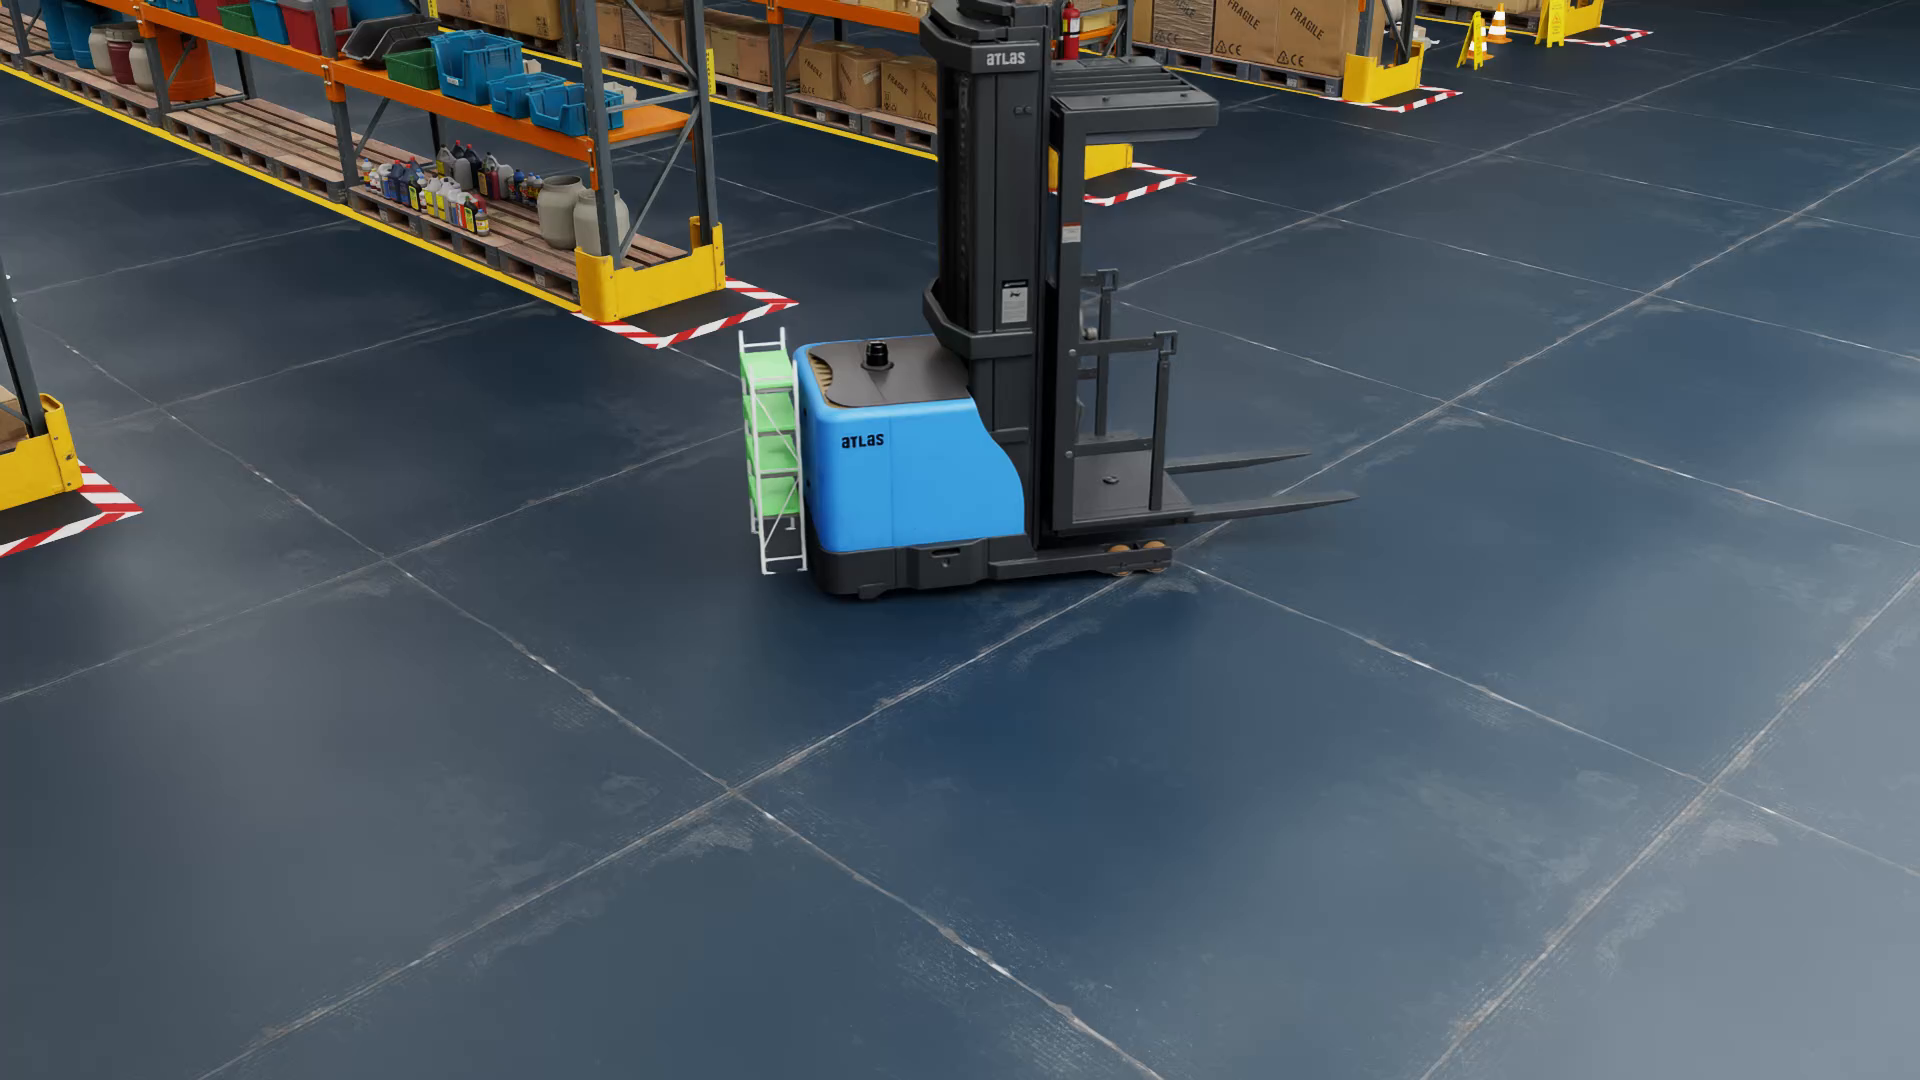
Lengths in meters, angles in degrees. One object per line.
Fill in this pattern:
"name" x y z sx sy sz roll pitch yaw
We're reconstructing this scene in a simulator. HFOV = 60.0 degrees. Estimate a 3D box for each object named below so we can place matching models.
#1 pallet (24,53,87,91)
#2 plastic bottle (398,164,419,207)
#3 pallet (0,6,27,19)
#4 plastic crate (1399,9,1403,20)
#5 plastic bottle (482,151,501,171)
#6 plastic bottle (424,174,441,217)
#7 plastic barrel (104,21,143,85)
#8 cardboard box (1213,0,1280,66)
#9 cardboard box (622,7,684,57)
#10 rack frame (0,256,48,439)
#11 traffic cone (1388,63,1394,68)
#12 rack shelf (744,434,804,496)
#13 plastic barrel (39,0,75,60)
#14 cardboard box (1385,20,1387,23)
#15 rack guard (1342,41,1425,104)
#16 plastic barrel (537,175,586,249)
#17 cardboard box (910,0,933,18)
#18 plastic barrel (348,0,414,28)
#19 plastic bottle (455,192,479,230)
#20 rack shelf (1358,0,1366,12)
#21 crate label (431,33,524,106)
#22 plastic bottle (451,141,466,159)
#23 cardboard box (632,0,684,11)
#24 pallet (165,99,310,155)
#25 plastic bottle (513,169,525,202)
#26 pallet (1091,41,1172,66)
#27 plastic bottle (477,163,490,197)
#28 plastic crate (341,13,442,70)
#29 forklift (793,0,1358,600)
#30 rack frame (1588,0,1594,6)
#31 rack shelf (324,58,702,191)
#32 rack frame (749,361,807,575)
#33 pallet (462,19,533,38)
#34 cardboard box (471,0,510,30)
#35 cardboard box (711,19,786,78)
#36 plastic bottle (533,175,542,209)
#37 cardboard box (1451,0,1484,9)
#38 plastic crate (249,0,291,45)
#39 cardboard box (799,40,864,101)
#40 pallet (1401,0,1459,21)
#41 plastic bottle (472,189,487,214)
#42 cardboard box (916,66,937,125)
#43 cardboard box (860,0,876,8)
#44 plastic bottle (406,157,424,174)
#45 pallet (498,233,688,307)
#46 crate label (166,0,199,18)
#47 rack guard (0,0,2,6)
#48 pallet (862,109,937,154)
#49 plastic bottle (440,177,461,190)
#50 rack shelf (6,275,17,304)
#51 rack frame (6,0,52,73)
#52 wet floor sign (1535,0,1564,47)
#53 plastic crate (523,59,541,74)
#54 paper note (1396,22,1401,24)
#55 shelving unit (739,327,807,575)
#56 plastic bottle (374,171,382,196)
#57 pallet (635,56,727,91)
"pallet" -10.286 -5.579 19.633 1.213 0.211 1.003 25 36 38
"plastic bottle" -4.683 -3.028 14.159 0.185 0.351 0.144 23 35 36
"pallet" -13.099 -6.868 22.084 1.213 0.211 1.003 25 36 38
"plastic crate" 5.862 -7.324 23.093 0.583 0.080 0.402 12 30 22
"plastic bottle" -4.074 -3.208 14.502 0.185 0.351 0.144 24 36 38
"plastic bottle" -4.380 -2.889 13.895 0.185 0.351 0.144 24 36 38
"plastic barrel" -9.121 -5.415 18.464 0.708 0.588 0.600 25 36 38
"cardboard box" 3.613 -6.151 19.557 0.875 0.875 0.875 24 36 38
"cardboard box" -3.586 -6.117 19.873 0.500 0.500 0.700 21 34 34
"rack frame" -5.726 -1.521 8.919 0.127 3.000 1.000 25 36 38
"traffic cone" 5.389 -5.942 20.053 0.334 0.463 0.336 25 36 38
"rack shelf" -0.995 -0.414 8.884 0.258 0.148 0.480 -6 28 -11
"plastic barrel" -10.431 -6.153 19.532 0.708 0.901 0.600 25 36 38
"cardboard box" 5.143 -6.724 21.497 0.637 0.503 0.797 2 28 4
"rack guard" 4.789 -5.306 18.803 0.348 0.500 1.175 25 36 38
"plastic barrel" -3.131 -2.601 13.195 0.421 0.512 0.421 0 28 0
"cardboard box" -0.269 -5.175 16.138 0.250 0.149 0.380 25 36 38
"plastic barrel" -5.166 -4.917 14.839 0.708 0.901 0.600 25 36 38
"plastic bottle" -4.028 -2.698 13.611 0.135 0.276 0.152 25 37 39
"rack shelf" 3.346 -6.754 19.645 4.000 0.370 1.077 25 36 38
"crate label" -3.752 -3.690 13.006 0.616 0.435 0.502 25 36 38
"plastic bottle" -4.441 -3.376 14.821 0.185 0.351 0.144 23 36 37
"cardboard box" -3.598 -6.459 19.718 0.500 0.250 0.500 -21 34 -34
"pallet" -7.430 -4.274 17.151 1.213 0.211 1.003 25 36 38
"plastic bottle" -3.785 -3.056 14.298 0.097 0.271 0.097 0 28 0
"pallet" 2.407 -6.217 20.846 1.213 0.211 1.003 25 36 38
"plastic bottle" -4.128 -3.136 14.437 0.133 0.283 0.061 25 36 38
"plastic crate" -4.818 -4.228 14.134 0.504 0.338 0.767 25 36 38
"forklift" 0.662 -1.334 8.638 3.031 2.935 1.130 -6 28 -11
"rack frame" 8.170 -8.096 21.423 0.127 3.000 1.000 25 36 38
"rack shelf" -3.676 -3.497 13.451 4.000 0.370 1.077 25 36 38
"rack frame" -0.942 -0.359 8.644 0.240 1.200 0.015 -6 28 -11
"pallet" -5.857 -6.863 22.076 1.213 0.211 1.003 25 36 38
"cardboard box" -5.590 -7.188 21.529 0.875 0.875 1.225 25 36 39
"cardboard box" -2.380 -5.570 18.833 0.500 0.500 0.700 24 36 38
"plastic bottle" -3.569 -2.957 14.110 0.097 0.271 0.097 0 28 0
"cardboard box" 7.041 -7.411 22.624 0.500 0.250 0.500 25 37 39
"plastic crate" -6.107 -4.718 15.017 0.575 0.384 0.392 25 36 38
"cardboard box" -1.373 -5.048 17.862 0.500 0.500 0.500 23 36 37
"pallet" 6.696 -7.561 23.403 1.213 0.211 1.003 25 36 38
"plastic bottle" -3.953 -2.736 13.677 0.133 0.283 0.061 25 36 38
"cardboard box" -0.095 -4.490 16.801 0.500 0.500 0.500 -21 34 -35
"cardboard box" -0.779 -5.431 16.626 0.250 0.149 0.380 25 36 38
"plastic bottle" -4.717 -3.137 14.367 0.185 0.351 0.144 25 36 38
"pallet" -2.913 -2.205 13.217 1.213 0.211 1.003 25 36 38
"crate label" -7.436 -5.375 16.212 0.616 0.435 0.502 25 36 38
"rack guard" -13.686 -7.281 22.560 0.348 0.500 1.175 25 36 38
"pallet" -0.252 -4.272 17.148 1.213 0.211 1.003 25 36 38
"plastic bottle" -4.294 -2.914 14.022 0.135 0.276 0.152 25 36 38
"rack shelf" -7.152 -1.855 10.327 4.000 0.370 1.077 25 36 38
"rack frame" -10.807 -7.079 19.489 0.127 3.000 1.000 25 36 38
"wet floor sign" 7.555 -6.637 21.178 0.267 0.644 0.232 -13 30 -22
"plastic crate" -3.767 -3.906 13.739 0.437 0.136 0.530 25 36 38
"paper note" 6.012 -7.028 22.584 0.148 0.019 0.142 12 30 22
"shelving unit" -0.995 -0.470 8.855 0.258 1.200 0.503 -6 28 -11
"plastic bottle" -5.038 -3.109 14.473 0.097 0.201 0.097 0 28 0
"pallet" -3.060 -5.530 19.539 1.213 0.211 1.003 25 36 38
